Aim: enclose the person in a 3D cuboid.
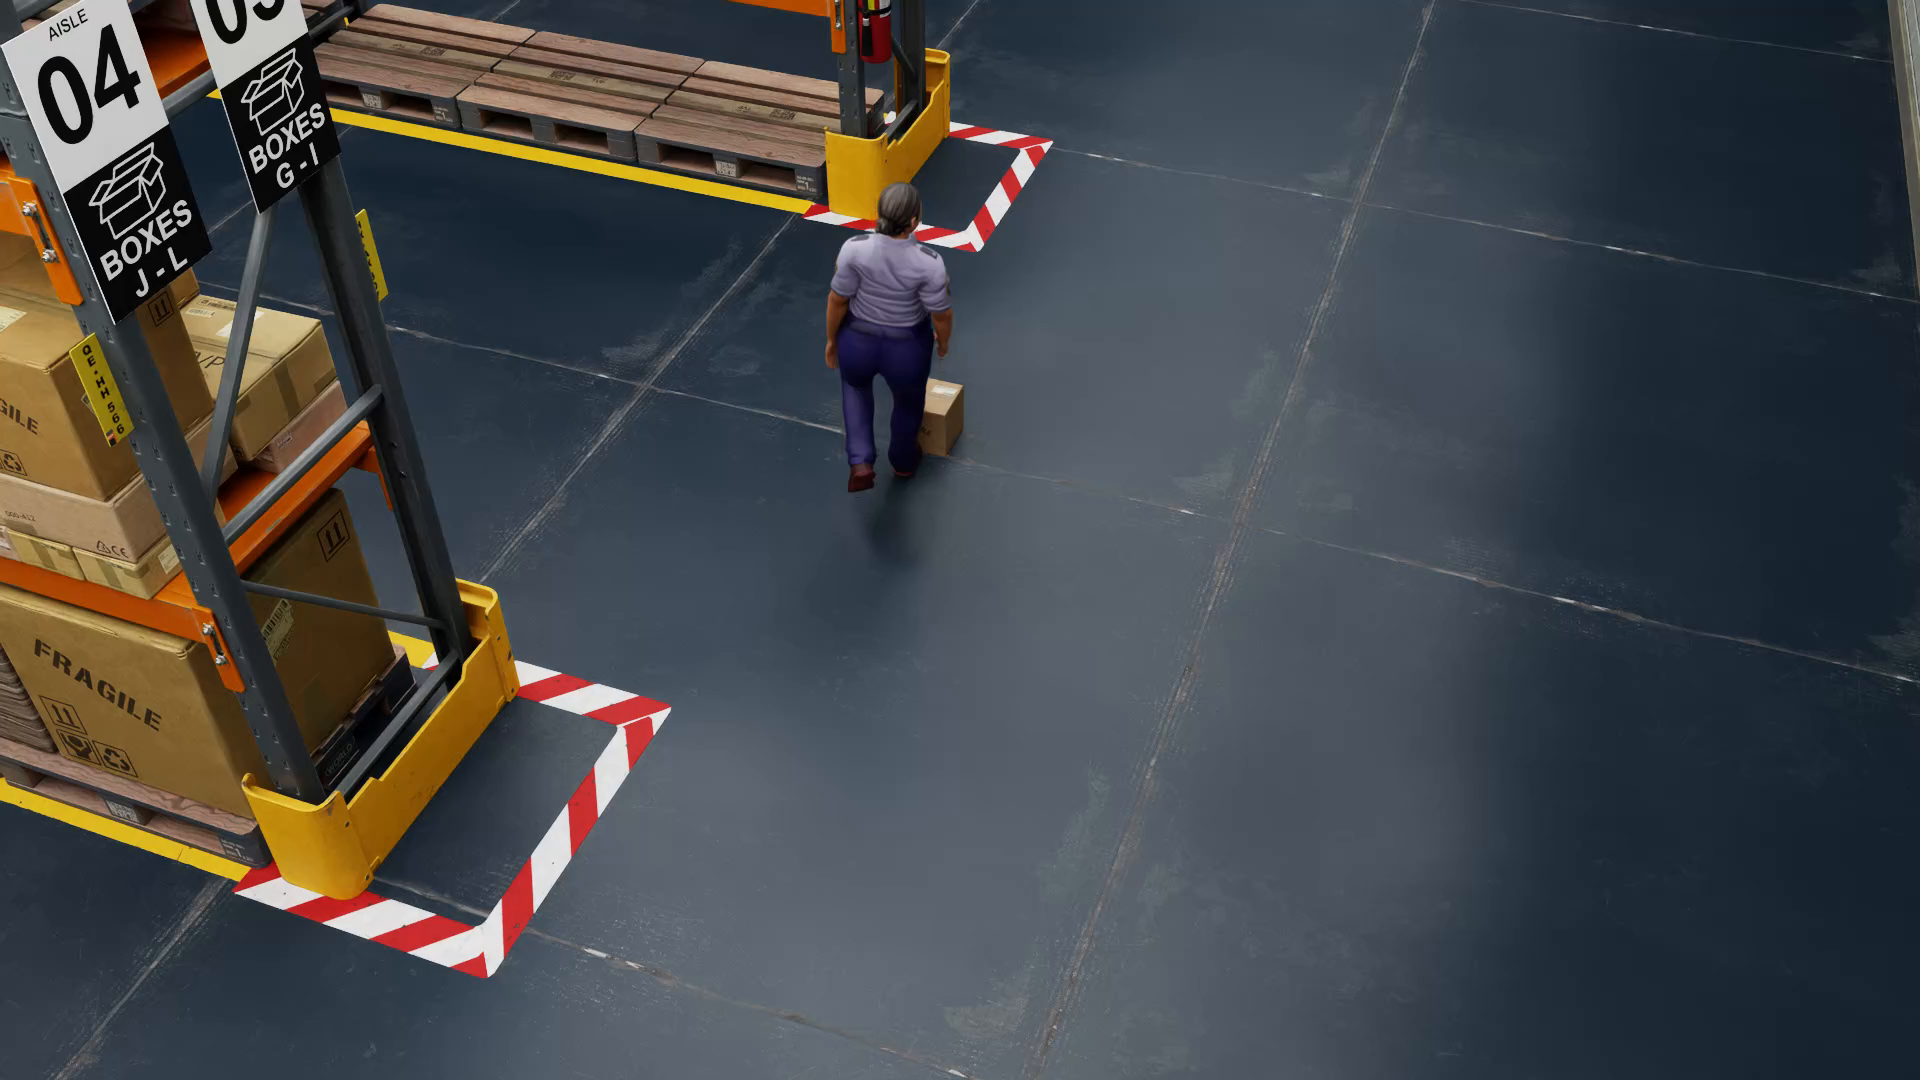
[{"bbox_3d":[-0.283,-0.873,7.138,0.550,1.638,0.637,7,42,7],"label":"person"}]
